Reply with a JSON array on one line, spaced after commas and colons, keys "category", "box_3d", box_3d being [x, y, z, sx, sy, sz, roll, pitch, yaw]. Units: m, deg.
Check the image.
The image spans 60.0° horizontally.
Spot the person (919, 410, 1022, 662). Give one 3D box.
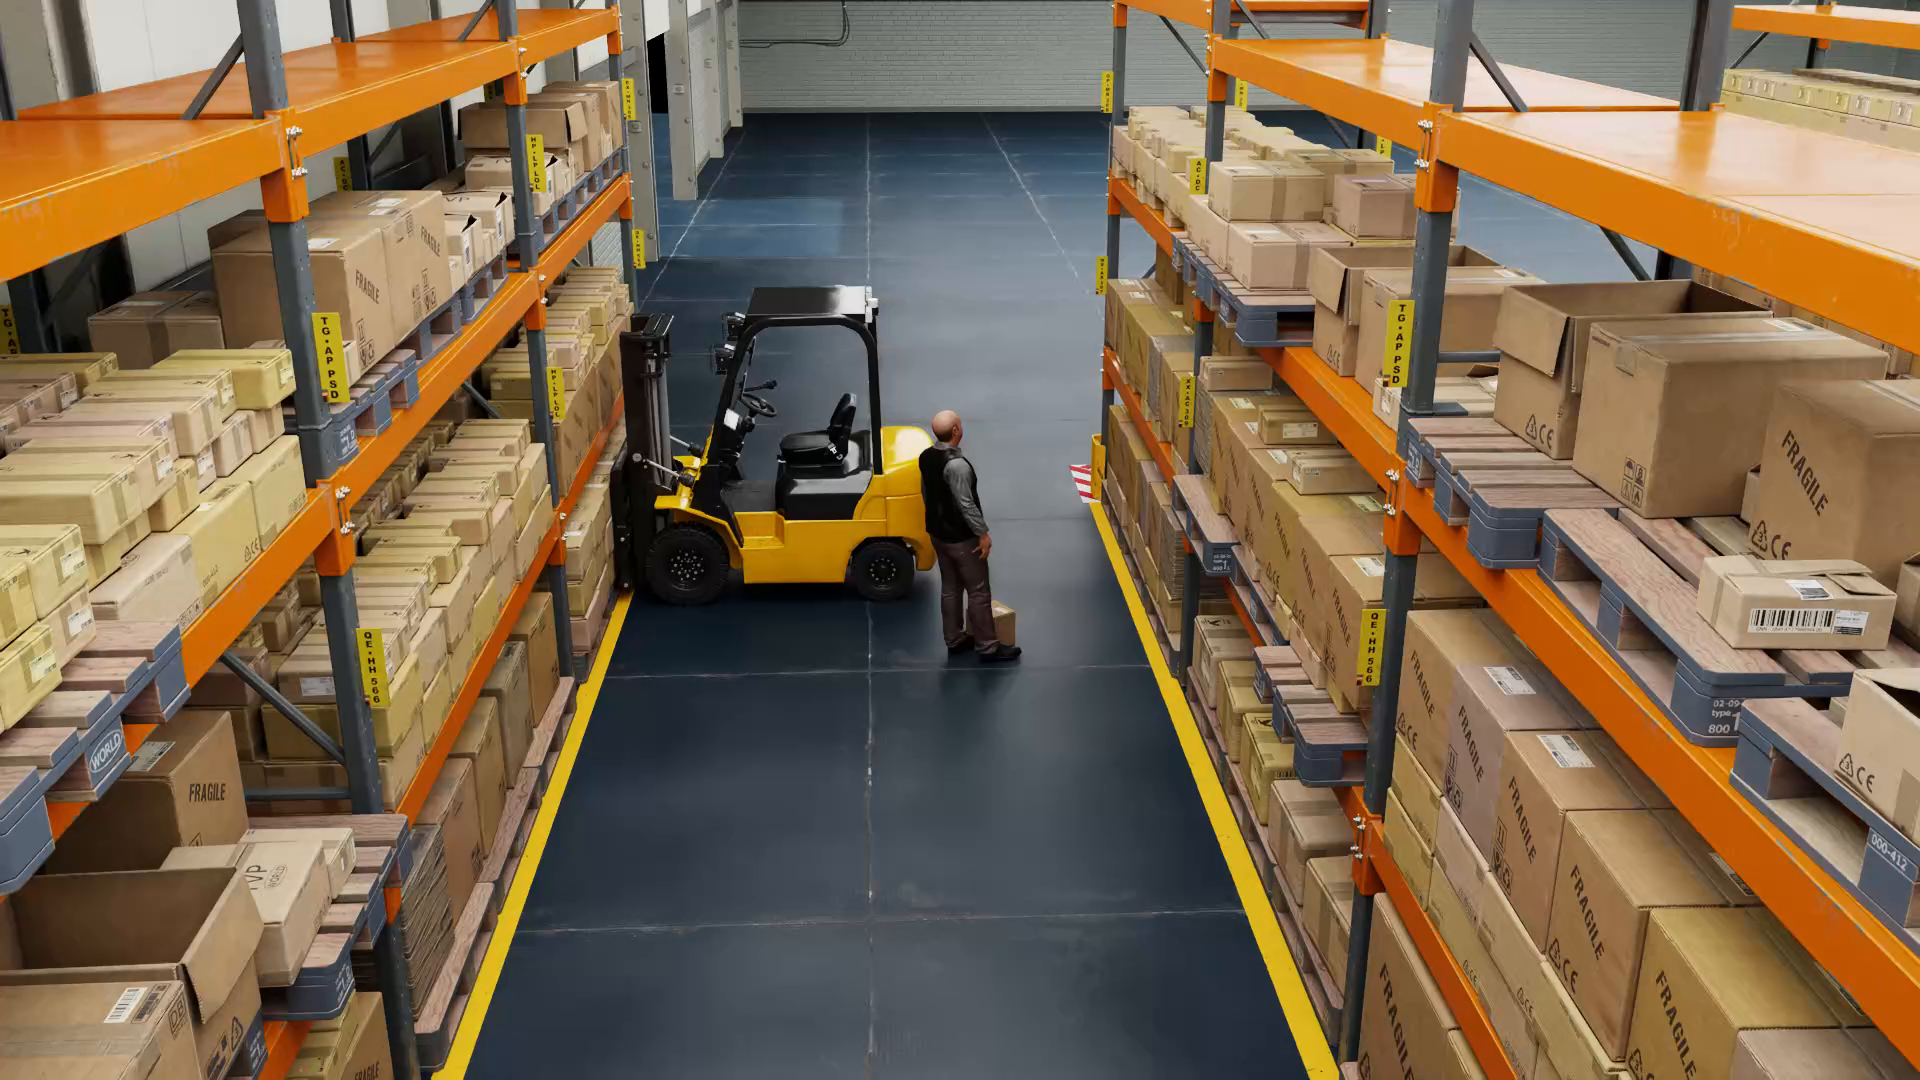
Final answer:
[{"category": "person", "box_3d": [0.039, -0.046, 11.213, 0.566, 1.722, 0.633, -12, 24, -30]}]
